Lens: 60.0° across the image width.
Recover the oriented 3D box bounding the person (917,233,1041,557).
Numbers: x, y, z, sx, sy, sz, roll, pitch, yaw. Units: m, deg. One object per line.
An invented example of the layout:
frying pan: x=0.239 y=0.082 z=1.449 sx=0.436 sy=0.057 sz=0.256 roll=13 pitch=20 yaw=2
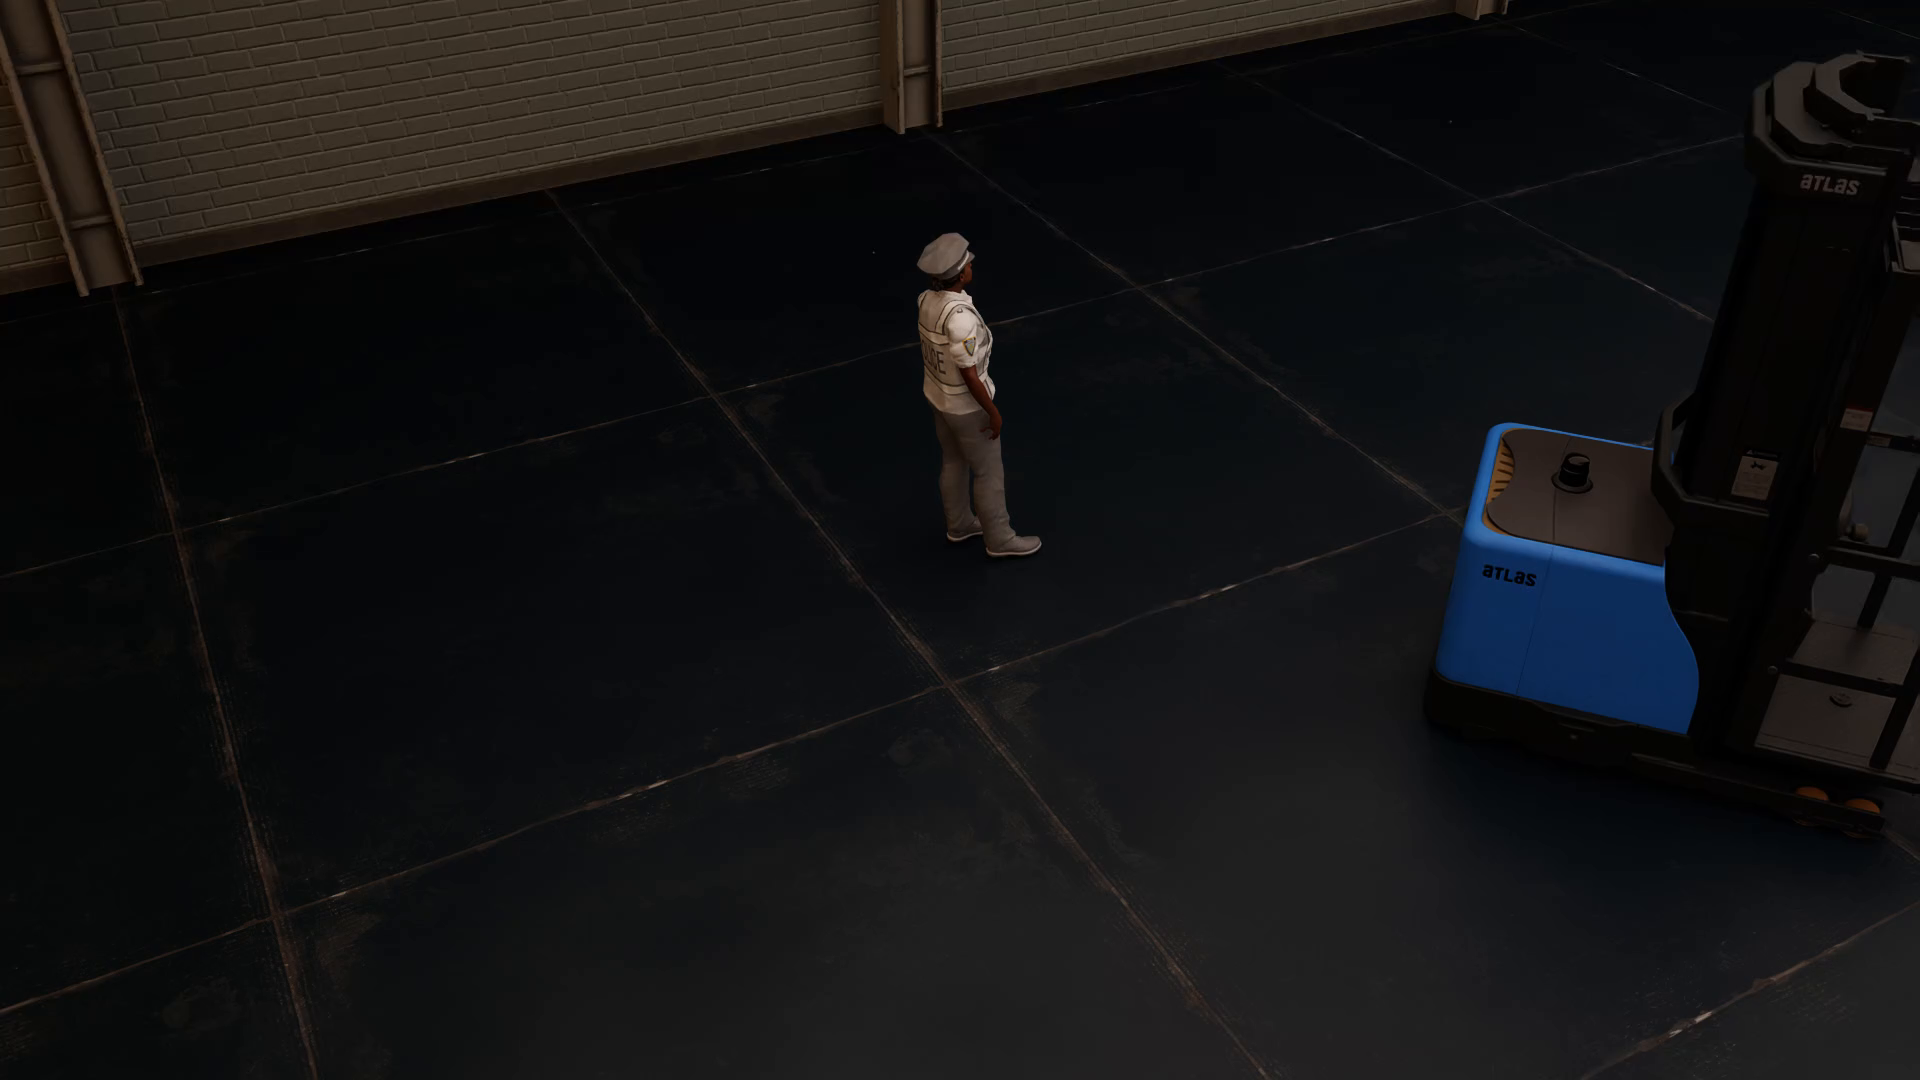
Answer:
person: x=0.076 y=-0.709 z=8.184 sx=0.528 sy=1.697 sz=0.570 roll=-17 pitch=39 yaw=-23

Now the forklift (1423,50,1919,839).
forklift: x=3.650 y=-0.306 z=6.556 sx=3.031 sy=2.935 sz=1.130 roll=13 pitch=37 yaw=17
